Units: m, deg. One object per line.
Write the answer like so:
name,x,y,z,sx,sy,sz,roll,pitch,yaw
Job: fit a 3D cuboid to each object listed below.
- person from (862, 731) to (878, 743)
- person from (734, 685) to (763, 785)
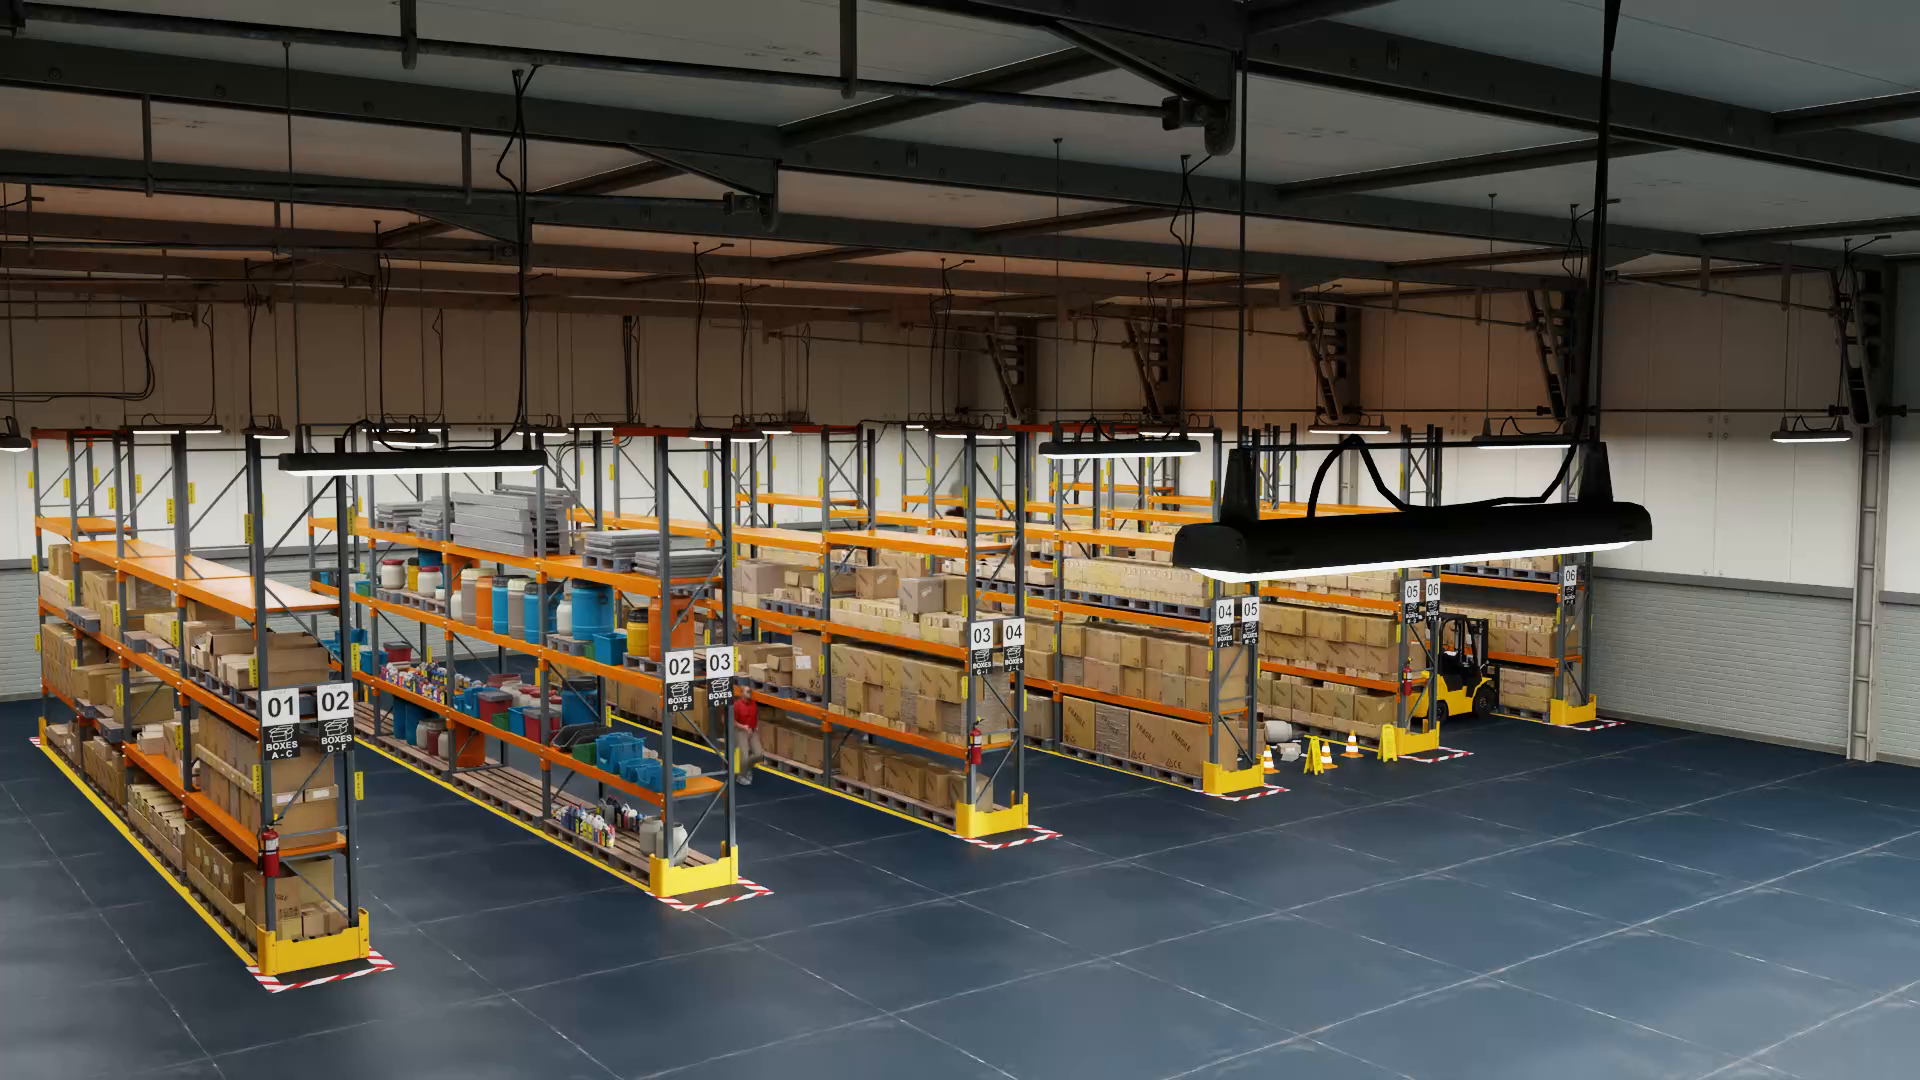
person,-1.533,3.088,31.285,0.828,1.590,0.693,2,5,28
person,-3.578,3.289,27.971,0.660,1.693,0.582,-4,6,-43
